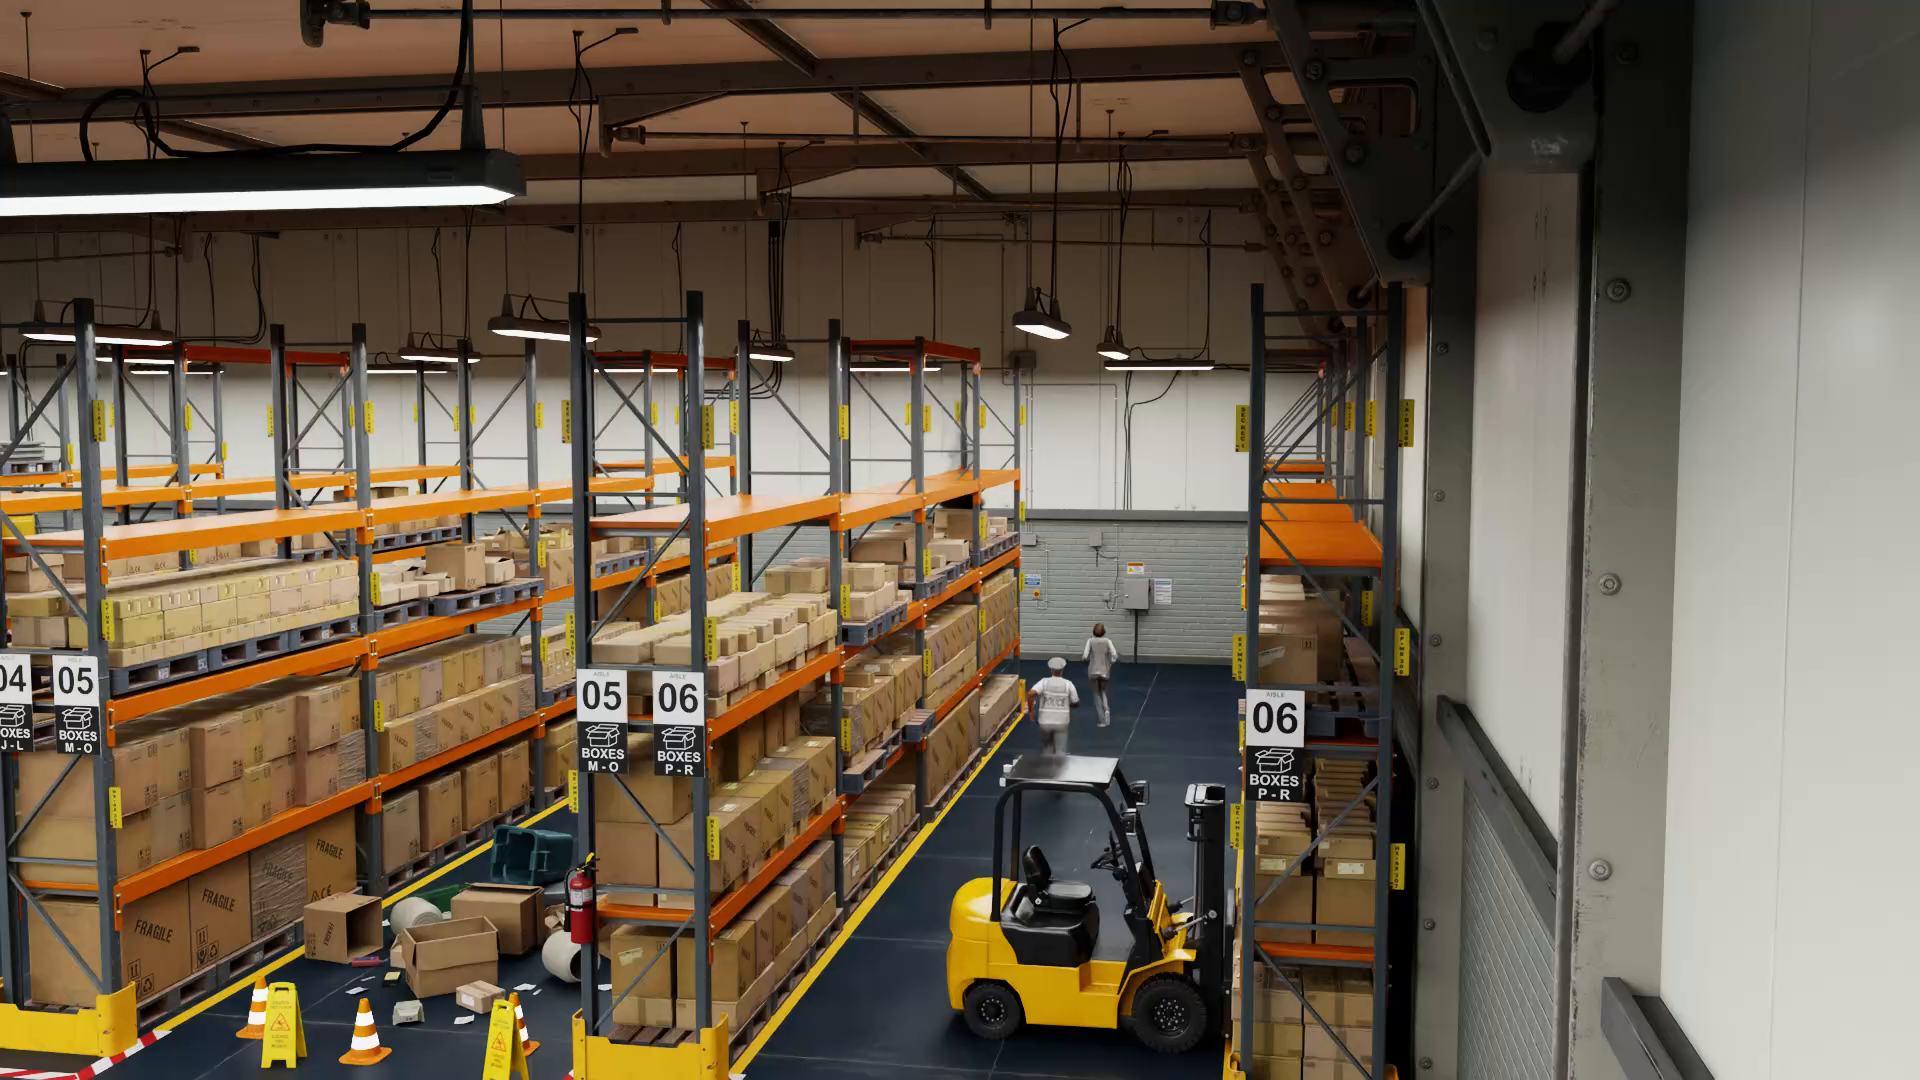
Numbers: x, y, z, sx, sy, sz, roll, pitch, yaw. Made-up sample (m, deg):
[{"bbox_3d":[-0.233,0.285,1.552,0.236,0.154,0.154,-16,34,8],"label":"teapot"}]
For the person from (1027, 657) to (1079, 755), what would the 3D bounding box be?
[{"bbox_3d":[1.255,2.495,22.335,0.672,1.829,0.900,1,5,11],"label":"person"}]

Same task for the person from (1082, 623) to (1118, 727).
[{"bbox_3d":[2.119,2.051,25.401,0.521,1.583,0.542,0,5,-5],"label":"person"}]
